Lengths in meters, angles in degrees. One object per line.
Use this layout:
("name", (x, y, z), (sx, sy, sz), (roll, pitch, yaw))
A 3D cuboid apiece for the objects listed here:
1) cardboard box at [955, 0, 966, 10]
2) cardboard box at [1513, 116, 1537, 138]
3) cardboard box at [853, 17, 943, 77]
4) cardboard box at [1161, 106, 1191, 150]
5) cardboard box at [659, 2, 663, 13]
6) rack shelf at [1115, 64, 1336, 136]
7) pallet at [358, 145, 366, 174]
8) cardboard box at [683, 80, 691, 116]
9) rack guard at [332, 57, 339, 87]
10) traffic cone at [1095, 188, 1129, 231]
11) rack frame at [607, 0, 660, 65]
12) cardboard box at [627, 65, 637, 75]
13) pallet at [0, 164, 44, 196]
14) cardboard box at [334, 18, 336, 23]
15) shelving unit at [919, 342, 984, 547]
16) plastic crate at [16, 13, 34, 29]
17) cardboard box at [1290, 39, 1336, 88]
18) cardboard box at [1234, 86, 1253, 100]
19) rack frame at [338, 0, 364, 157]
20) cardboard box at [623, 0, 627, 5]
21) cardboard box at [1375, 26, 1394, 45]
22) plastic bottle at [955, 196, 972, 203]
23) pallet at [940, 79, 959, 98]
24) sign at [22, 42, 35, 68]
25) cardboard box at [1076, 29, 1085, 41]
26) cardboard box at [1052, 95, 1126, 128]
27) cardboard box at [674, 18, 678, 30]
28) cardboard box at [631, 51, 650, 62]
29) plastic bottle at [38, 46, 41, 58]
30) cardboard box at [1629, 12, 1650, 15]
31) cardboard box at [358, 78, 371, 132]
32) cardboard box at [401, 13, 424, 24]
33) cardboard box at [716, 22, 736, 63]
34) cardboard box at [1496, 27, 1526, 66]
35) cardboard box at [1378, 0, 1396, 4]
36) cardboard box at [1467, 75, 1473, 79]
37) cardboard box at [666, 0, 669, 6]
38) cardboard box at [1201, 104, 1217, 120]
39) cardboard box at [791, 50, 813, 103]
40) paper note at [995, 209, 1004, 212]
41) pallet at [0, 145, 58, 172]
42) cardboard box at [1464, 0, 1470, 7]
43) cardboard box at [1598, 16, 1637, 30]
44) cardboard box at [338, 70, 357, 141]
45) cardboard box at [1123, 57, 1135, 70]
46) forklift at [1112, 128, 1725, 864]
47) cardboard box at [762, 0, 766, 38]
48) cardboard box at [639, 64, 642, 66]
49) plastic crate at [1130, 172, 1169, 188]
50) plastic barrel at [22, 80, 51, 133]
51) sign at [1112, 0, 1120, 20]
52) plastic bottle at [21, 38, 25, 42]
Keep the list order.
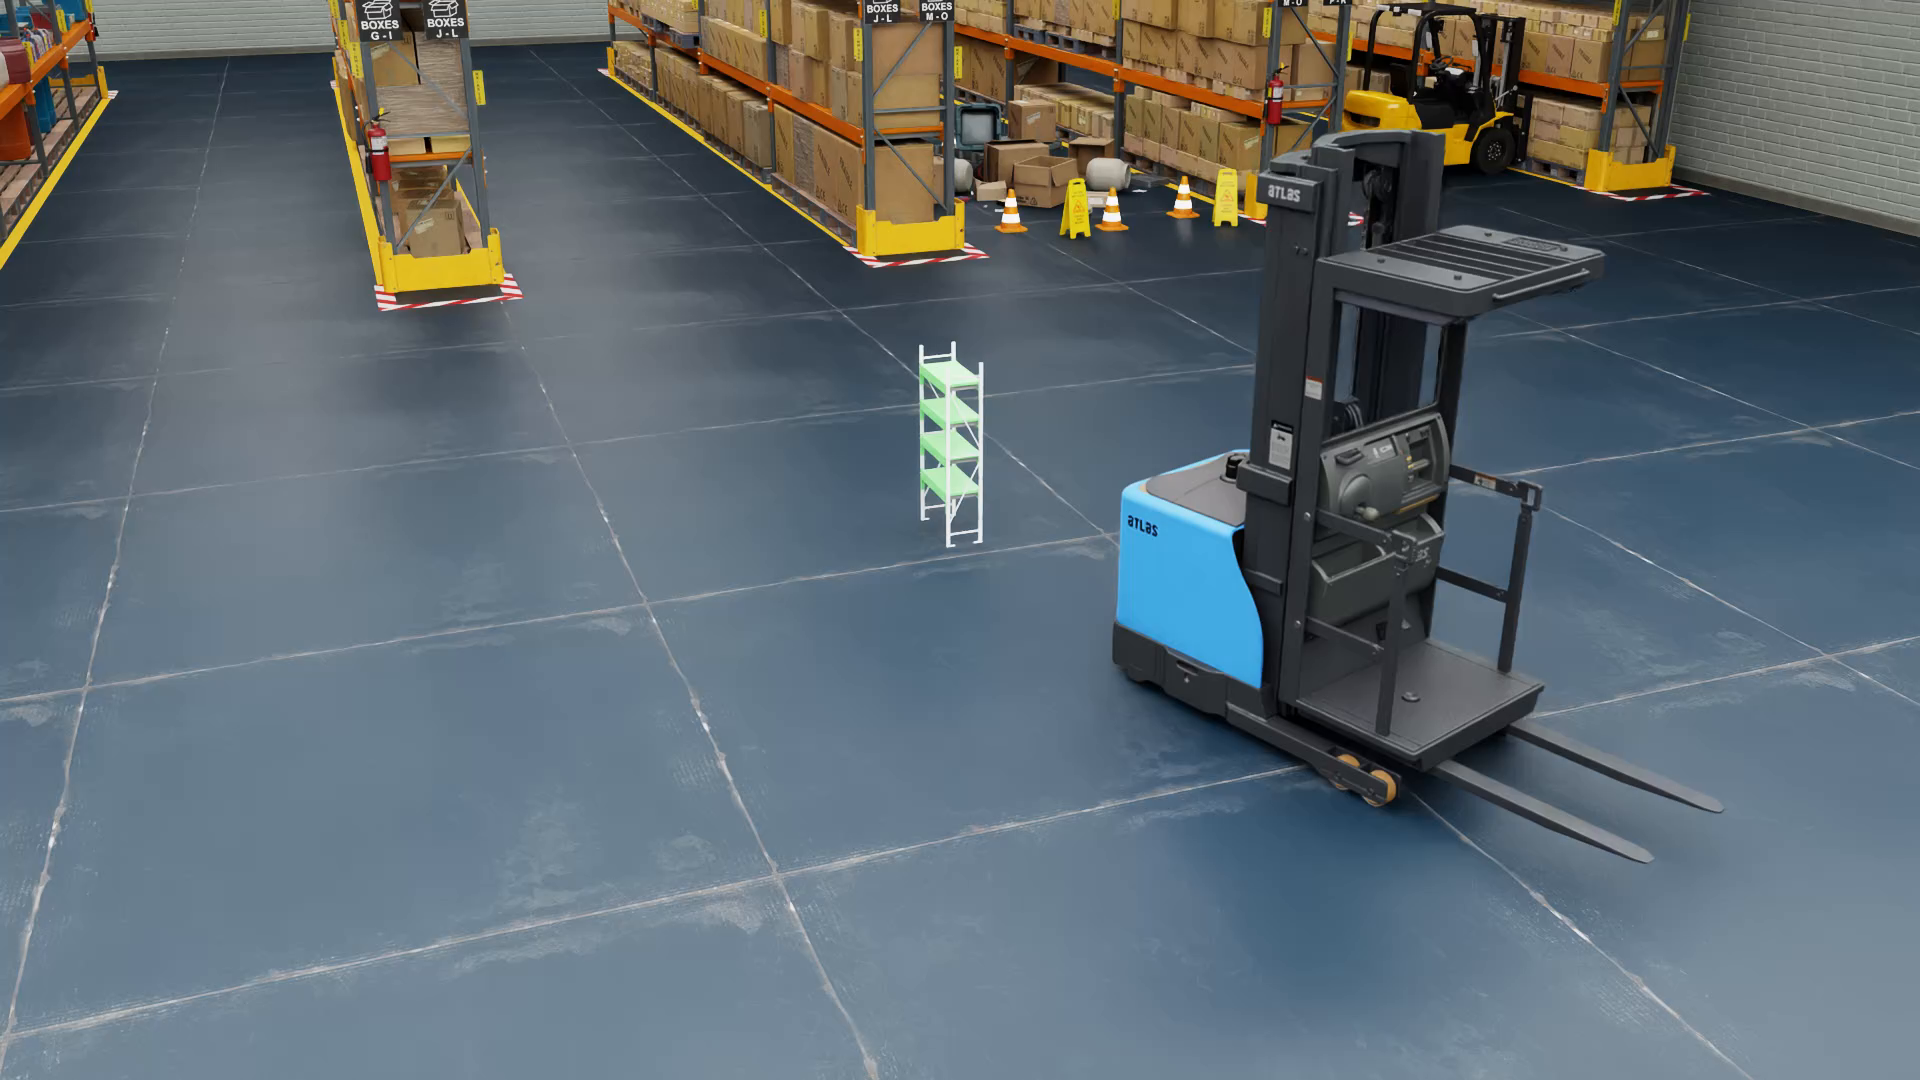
("cardboard box", (0.244, -9.085, 27.993), (0.500, 0.250, 0.500), (-9, 25, -21))
("cardboard box", (7.856, -5.660, 22.673), (0.500, 0.250, 0.500), (-9, 24, -20))
("cardboard box", (-0.643, -5.310, 17.902), (0.875, 0.550, 0.550), (-8, 24, -19))
("cardboard box", (2.971, -5.411, 21.760), (0.500, 0.500, 0.500), (-7, 24, -16))
("cardboard box", (-4.524, -8.403, 26.226), (0.380, 0.149, 0.250), (-9, 24, -20))
("rack shelf", (3.340, -5.714, 21.371), (1.077, 0.370, 4.000), (-8, 24, -19))
("pallet", (-7.775, -5.297, 23.045), (1.003, 0.211, 1.213), (-8, 24, -19))
("cardboard box", (-4.031, -6.944, 26.040), (0.500, 0.500, 0.500), (-7, 24, -17))
("rack guard", (-10.885, -8.629, 30.580), (1.175, 0.500, 0.348), (-8, 24, -19))
("traffic cone", (1.770, -3.853, 19.296), (0.336, 0.463, 0.334), (-8, 24, -19))
("rack frame", (-6.200, -10.416, 31.601), (1.000, 3.000, 0.127), (-8, 24, -19))
("cardboard box", (-5.878, -8.599, 30.419), (0.380, 0.149, 0.250), (-10, 25, -22))
("pallet", (-12.446, -4.614, 21.426), (1.003, 0.211, 1.213), (-8, 24, -19))
("cardboard box", (-9.865, -8.511, 26.892), (0.500, 0.250, 0.500), (-9, 24, -20))
("shelving unit", (-0.058, -0.613, 10.660), (0.258, 1.200, 0.503), (-8, 24, -19))
("plastic crate", (-15.266, -8.430, 27.027), (0.416, 0.233, 0.300), (-8, 24, -19))
("cardboard box", (4.139, -5.712, 19.928), (0.500, 0.500, 0.500), (-9, 24, -20))
("cardboard box", (3.521, -5.386, 19.991), (0.380, 0.149, 0.250), (-9, 24, -20))
("rack frame", (-8.050, -6.866, 23.177), (1.000, 3.000, 0.127), (-8, 24, -19))
("cardboard box", (-5.740, -9.843, 29.730), (0.500, 0.500, 0.500), (-9, 24, -20))
("cardboard box", (6.671, -7.714, 25.384), (0.500, 0.250, 0.500), (-8, 24, -19))
("plastic bottle", (0.006, -4.243, 20.738), (0.283, 0.061, 0.133), (-18, 29, -37))
("pallet", (0.151, -8.124, 29.753), (1.003, 0.211, 1.213), (-8, 24, -19))
("sign", (-12.172, -6.339, 21.718), (0.100, 0.325, 0.005), (-8, 24, -19))
("cardboard box", (1.899, -7.278, 23.938), (0.380, 0.149, 0.250), (-8, 24, -19))
("cardboard box", (1.942, -6.458, 25.053), (0.950, 0.372, 0.625), (-8, 24, -17))
("cardboard box", (-4.156, -7.887, 25.384), (0.380, 0.149, 0.250), (-8, 24, -18))
("cardboard box", (-5.686, -8.674, 29.832), (0.380, 0.149, 0.250), (-9, 25, -21))
("plastic bottle", (-13.152, -6.962, 23.661), (0.097, 0.201, 0.097), (0, 23, 0))
("cardboard box", (8.735, -6.740, 21.531), (0.380, 0.149, 0.250), (-7, 24, -17))
("cardboard box", (-5.681, -4.511, 17.079), (0.875, 0.500, 0.500), (-8, 24, -19))
("cardboard box", (-5.694, -5.385, 17.865), (0.500, 0.500, 0.500), (-8, 24, -19))
("cardboard box", (-3.108, -6.988, 23.338), (0.500, 0.500, 0.500), (-8, 24, -19))
("cardboard box", (7.726, -6.747, 22.767), (0.500, 0.500, 0.500), (-8, 24, -19))
("cardboard box", (6.586, -8.158, 25.279), (0.380, 0.149, 0.250), (-9, 25, -21))
("cardboard box", (7.631, -6.689, 24.471), (0.500, 0.250, 0.500), (-8, 24, -18))
("cardboard box", (-4.333, -8.348, 25.712), (0.380, 0.149, 0.250), (-8, 24, -19))
("cardboard box", (3.242, -5.361, 20.806), (0.380, 0.149, 0.250), (-8, 24, -18))
("cardboard box", (-1.524, -5.584, 19.943), (0.875, 0.550, 0.550), (-8, 24, -19))
("paper note", (0.501, -4.021, 20.254), (0.144, 0.017, 0.142), (0, 23, -1))
("pallet", (-13.001, -5.182, 22.773), (1.003, 0.211, 1.213), (-8, 24, -19))
("cardboard box", (7.387, -7.606, 23.587), (0.380, 0.149, 0.250), (-9, 24, -20))
("cardboard box", (8.366, -6.584, 21.163), (0.380, 0.149, 0.250), (-8, 24, -19))
("cardboard box", (-8.274, -6.334, 24.110), (1.225, 0.875, 0.875), (-10, 25, -21))
("cardboard box", (2.445, -6.498, 22.628), (0.380, 0.149, 0.250), (-8, 24, -19))
("forklift", (2.159, -0.324, 7.744), (1.130, 2.935, 3.031), (-18, 29, -36))
("cardboard box", (-2.142, -6.743, 21.469), (0.700, 0.500, 0.500), (-9, 24, -20))
("cardboard box", (-5.520, -8.437, 29.652), (0.380, 0.149, 0.250), (-8, 24, -18))
("plastic crate", (2.421, -4.744, 21.902), (0.402, 0.080, 0.583), (-18, 29, -37))
("plastic barrel", (-13.670, -6.409, 24.254), (0.600, 0.901, 0.708), (-8, 24, -19))
("sign", (2.116, -7.228, 22.546), (0.100, 0.325, 0.005), (-8, 24, -19))
("plastic bottle", (-13.329, -7.008, 23.681), (0.097, 0.271, 0.097), (0, 23, 0))
